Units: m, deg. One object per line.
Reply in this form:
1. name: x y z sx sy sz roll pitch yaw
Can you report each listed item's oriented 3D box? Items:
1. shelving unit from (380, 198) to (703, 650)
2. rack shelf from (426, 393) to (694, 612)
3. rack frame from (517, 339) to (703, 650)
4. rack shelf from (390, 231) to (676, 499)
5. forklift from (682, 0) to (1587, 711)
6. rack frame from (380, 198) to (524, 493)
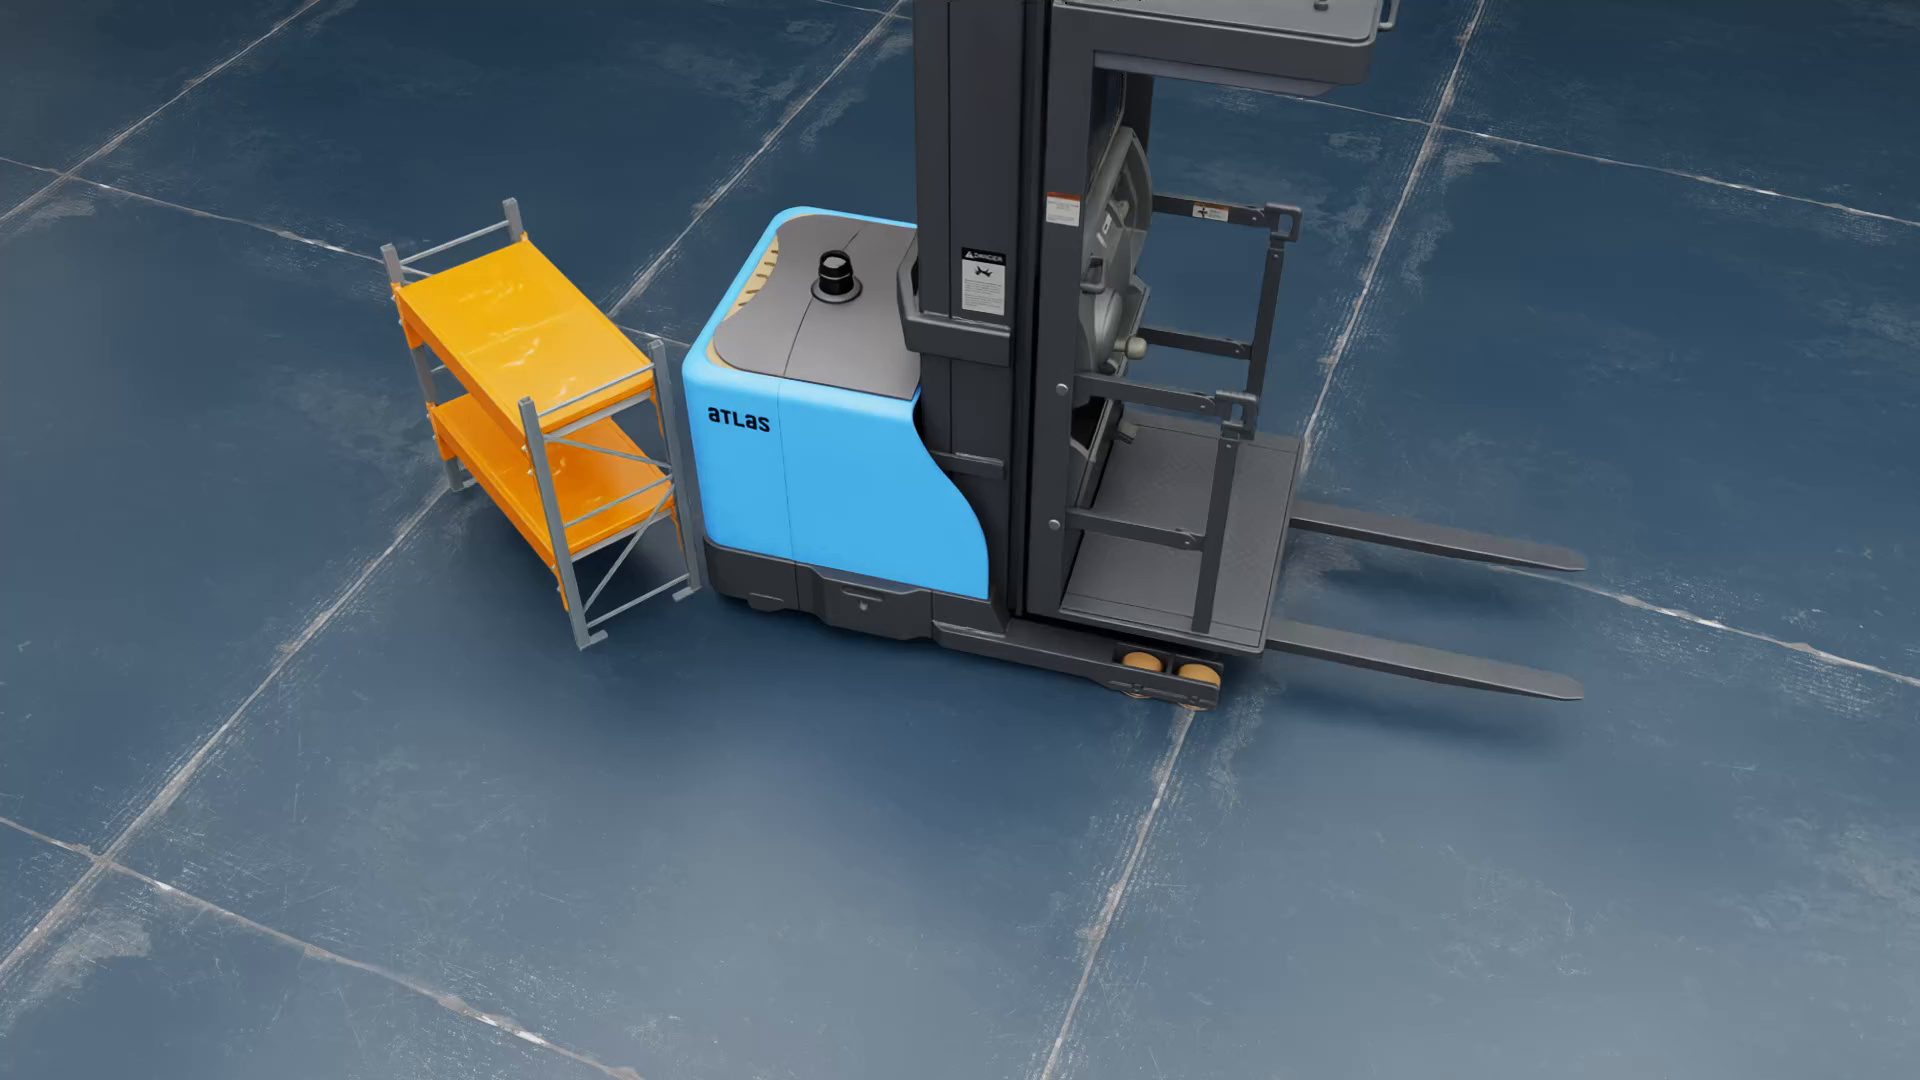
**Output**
1. shelving unit: -1.458 -0.411 5.866 0.538 1.125 1.048 -28 51 -26
2. rack shelf: -1.458 -0.238 6.038 0.538 0.278 1.000 -28 51 -26
3. rack frame: -1.148 -0.127 5.580 0.500 1.125 0.032 -28 51 -26
4. rack shelf: -1.458 -0.619 5.659 0.538 0.278 1.000 -28 51 -26
5. forklift: 0.666 -0.878 5.054 3.031 2.935 1.130 11 46 11
6. rack frame: -1.767 -0.696 6.152 0.500 1.125 0.032 -28 51 -26
